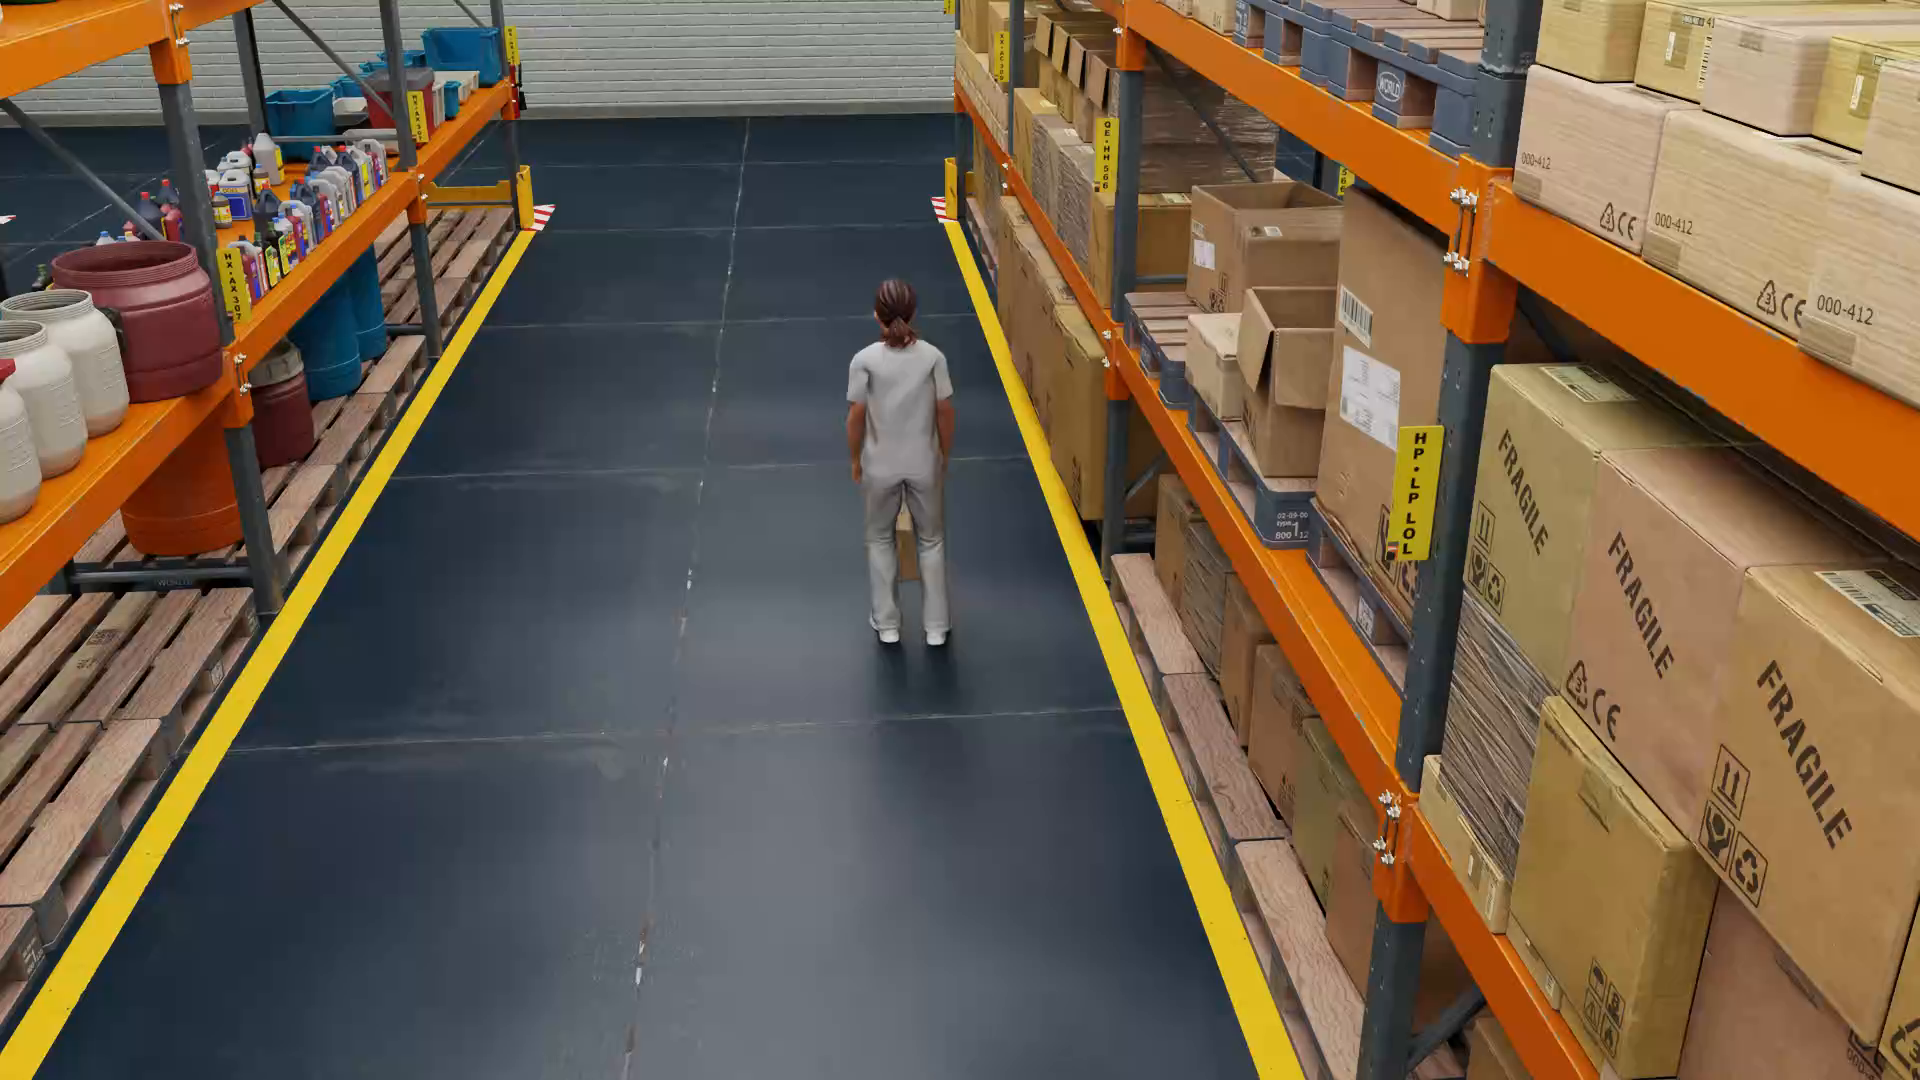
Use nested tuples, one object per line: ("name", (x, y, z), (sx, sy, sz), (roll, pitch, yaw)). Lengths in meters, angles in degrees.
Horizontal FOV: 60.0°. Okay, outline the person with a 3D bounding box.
("person", (-0.261, -0.331, 7.349), (0.480, 1.675, 0.415), (-3, 24, -7))
